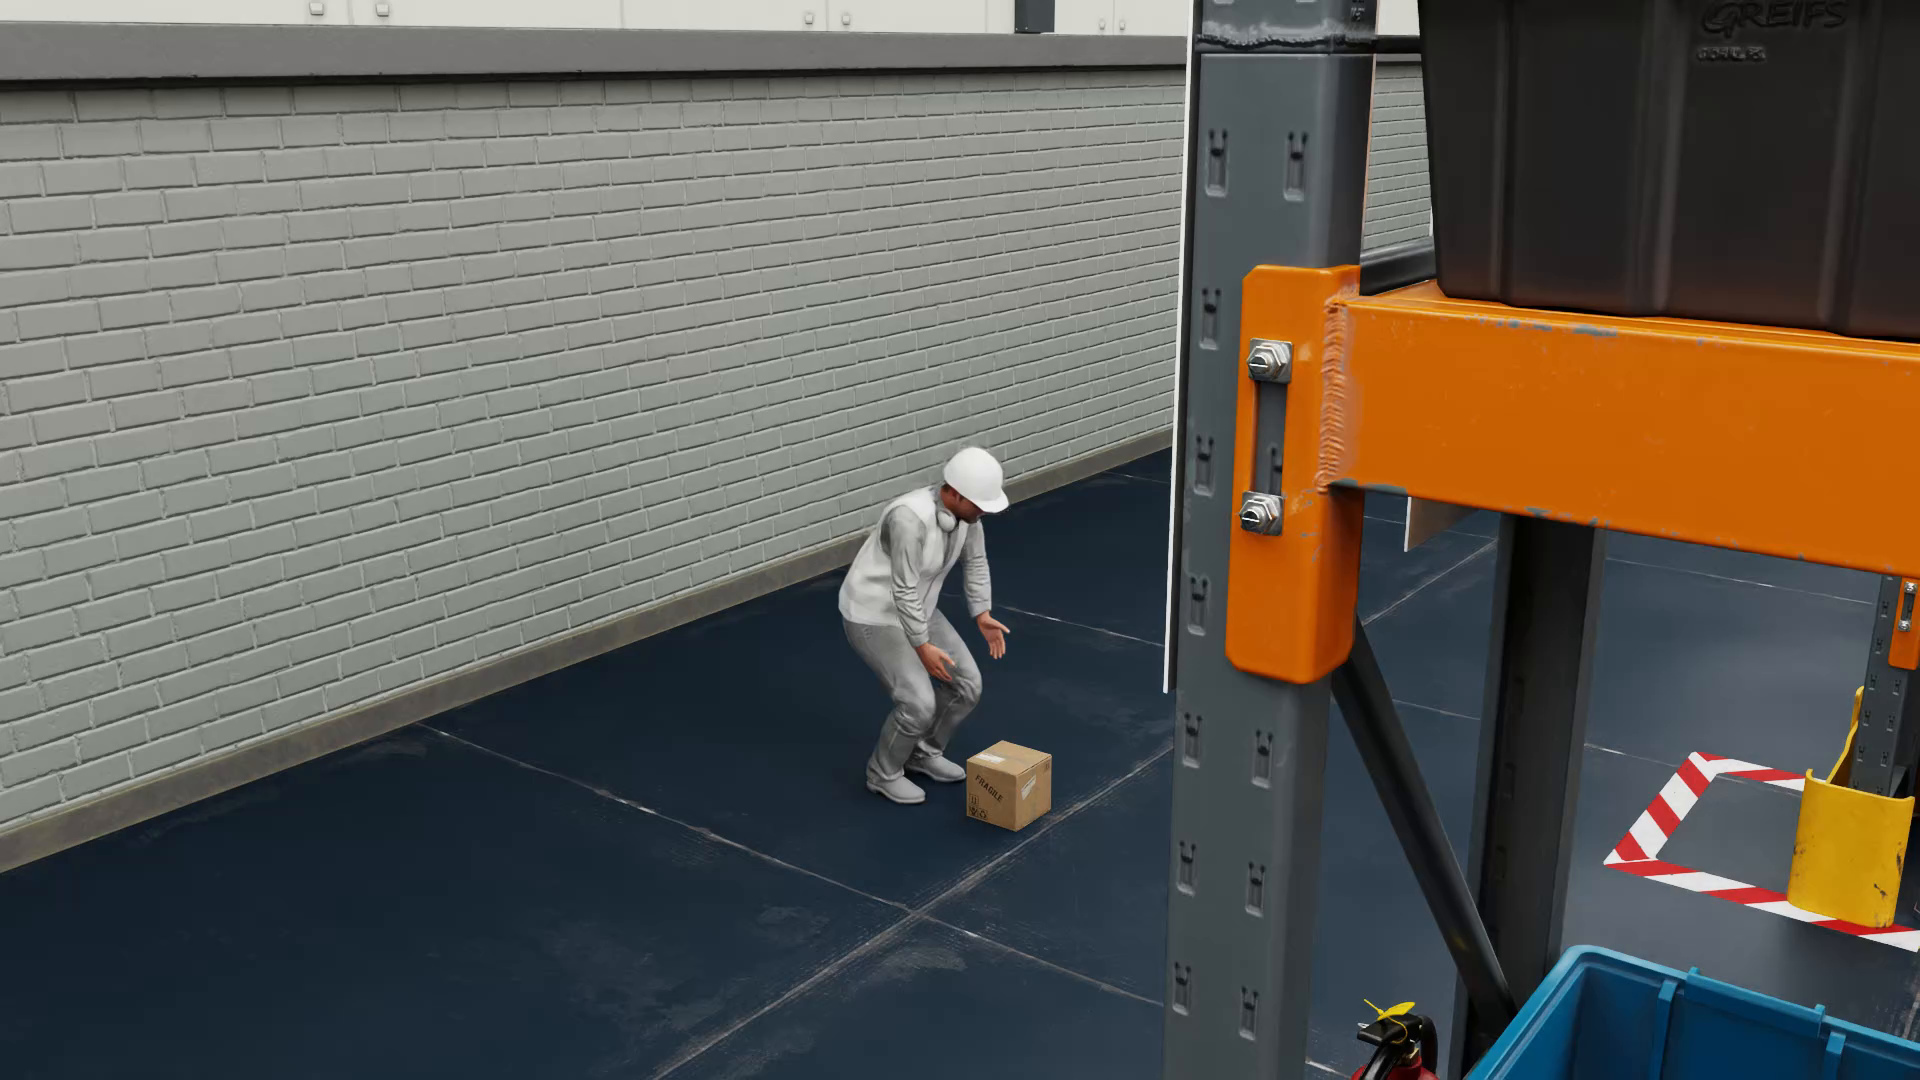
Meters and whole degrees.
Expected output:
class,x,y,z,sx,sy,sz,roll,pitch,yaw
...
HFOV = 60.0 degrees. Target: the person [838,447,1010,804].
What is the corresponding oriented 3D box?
class,x,y,z,sx,sy,sz,roll,pitch,yaw
person,-0.125,0.324,6.876,0.705,1.506,0.590,12,20,35
